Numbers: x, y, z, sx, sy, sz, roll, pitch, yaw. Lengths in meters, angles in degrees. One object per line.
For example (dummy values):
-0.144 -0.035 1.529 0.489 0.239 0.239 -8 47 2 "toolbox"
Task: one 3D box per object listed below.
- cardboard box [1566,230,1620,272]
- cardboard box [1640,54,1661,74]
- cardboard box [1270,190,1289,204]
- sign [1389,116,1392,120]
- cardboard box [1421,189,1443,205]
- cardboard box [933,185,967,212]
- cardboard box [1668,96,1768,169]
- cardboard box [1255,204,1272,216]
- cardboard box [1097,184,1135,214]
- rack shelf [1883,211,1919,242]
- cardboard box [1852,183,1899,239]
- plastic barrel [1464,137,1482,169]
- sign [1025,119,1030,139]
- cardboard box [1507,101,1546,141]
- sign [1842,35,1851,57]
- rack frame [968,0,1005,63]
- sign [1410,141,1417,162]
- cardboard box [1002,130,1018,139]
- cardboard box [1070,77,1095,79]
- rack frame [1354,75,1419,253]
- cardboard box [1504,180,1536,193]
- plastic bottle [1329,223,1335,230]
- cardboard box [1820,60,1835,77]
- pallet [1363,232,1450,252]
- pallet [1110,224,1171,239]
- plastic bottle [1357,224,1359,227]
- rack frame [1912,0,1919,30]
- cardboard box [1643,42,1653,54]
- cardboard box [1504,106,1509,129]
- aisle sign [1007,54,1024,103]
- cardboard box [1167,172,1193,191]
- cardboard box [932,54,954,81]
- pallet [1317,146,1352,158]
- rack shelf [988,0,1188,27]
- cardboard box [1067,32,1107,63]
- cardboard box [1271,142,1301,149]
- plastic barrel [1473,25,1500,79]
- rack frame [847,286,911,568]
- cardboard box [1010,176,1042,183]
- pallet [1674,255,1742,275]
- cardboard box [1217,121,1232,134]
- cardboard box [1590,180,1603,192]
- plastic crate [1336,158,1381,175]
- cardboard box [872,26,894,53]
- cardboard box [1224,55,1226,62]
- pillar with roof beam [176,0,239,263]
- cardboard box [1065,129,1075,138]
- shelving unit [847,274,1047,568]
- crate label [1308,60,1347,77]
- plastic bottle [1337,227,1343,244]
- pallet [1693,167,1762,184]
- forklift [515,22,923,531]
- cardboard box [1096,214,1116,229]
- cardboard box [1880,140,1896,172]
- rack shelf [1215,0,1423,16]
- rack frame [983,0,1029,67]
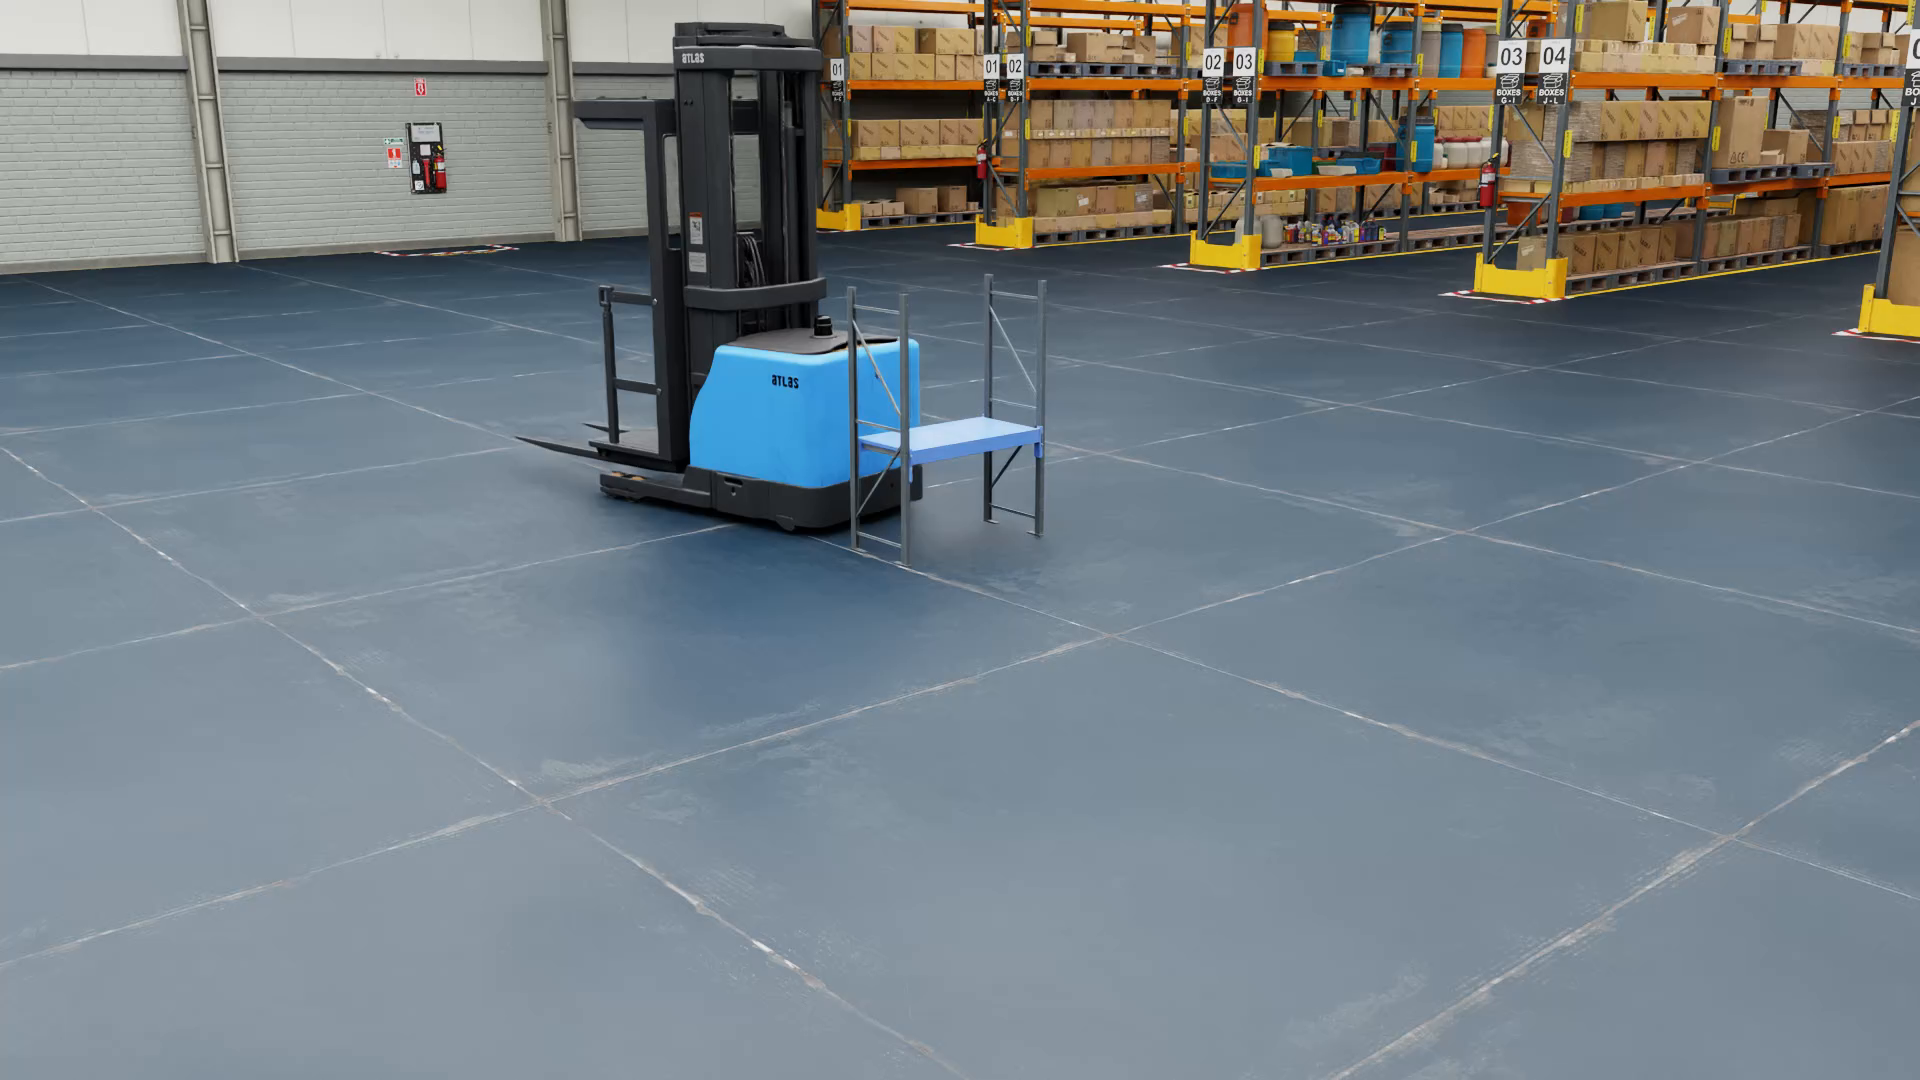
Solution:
8.675 -3.976 22.854 0.500 0.500 0.500 -10 18 -34 "cardboard box"
8.964 -6.337 22.140 0.500 0.250 0.500 -12 19 -38 "cardboard box"
6.193 -6.872 33.092 0.500 0.311 0.500 -13 20 -40 "cardboard box"
9.470 -9.153 36.526 0.005 0.325 0.100 -13 19 -39 "sign"
10.291 -7.573 36.646 0.500 0.311 0.500 -13 19 -39 "cardboard box"
-0.214 -7.060 34.360 0.500 0.500 0.500 14 21 43 "cardboard box"
10.989 -5.946 24.221 1.000 1.000 1.000 -12 19 -39 "cardboard box"
5.810 -6.518 32.853 0.500 0.250 0.500 -12 19 -38 "cardboard box"
2.831 -6.223 30.295 0.500 0.500 0.500 -13 19 -39 "cardboard box"
11.968 -3.677 19.096 4.000 0.370 1.077 -13 19 -39 "rack shelf"
15.189 -5.614 28.257 0.875 0.875 1.225 -14 20 -41 "cardboard box"
8.792 -6.693 28.730 0.433 0.535 0.433 0 15 0 "plastic barrel"
1.140 -6.945 28.106 0.005 0.325 0.100 -13 19 -39 "sign"
7.532 -5.485 21.763 0.500 0.500 0.500 -13 19 -39 "cardboard box"
13.669 -7.616 25.637 0.005 0.325 0.100 -13 19 -39 "sign"
0.543 -11.137 34.007 0.127 3.000 1.000 -13 19 -39 "rack frame"
7.399 -6.335 27.117 0.005 0.325 0.100 -13 19 -39 "sign"
0.943 -7.061 28.921 0.250 0.149 0.380 -13 20 -40 "cardboard box"
2.521 -10.224 36.160 0.637 0.503 0.797 -9 18 -32 "cardboard box"
7.046 -6.310 27.561 0.127 3.000 1.000 -13 19 -39 "rack frame"
7.359 -4.635 21.778 0.250 0.149 0.380 -13 19 -39 "cardboard box"
6.135 -5.100 27.467 0.097 0.271 0.097 0 15 0 "plastic bottle"
13.117 -7.272 25.640 0.500 0.250 0.500 -13 19 -39 "cardboard box"
7.613 -5.103 28.447 1.213 0.211 1.003 -13 19 -39 "pallet"
3.170 -5.801 31.059 1.213 0.211 1.003 -13 19 -39 "pallet"
6.488 -5.034 27.207 0.135 0.276 0.152 -13 19 -39 "plastic bottle"
10.459 -6.584 16.961 0.127 3.000 1.000 -13 19 -39 "rack frame"
8.990 -6.551 22.169 0.250 0.149 0.380 -14 20 -41 "cardboard box"
12.314 -9.625 37.838 0.500 0.500 0.500 -12 19 -38 "cardboard box"
0.931 -7.783 28.036 0.004 0.787 0.394 -13 19 -39 "aisle sign"
4.866 -8.327 38.463 0.750 0.750 0.750 -13 20 -40 "cardboard box"
-0.459 -9.428 33.188 0.500 0.500 0.500 -14 20 -41 "cardboard box"
7.280 -7.988 34.216 1.003 0.211 1.213 -13 19 -39 "pallet"
2.288 -9.294 29.275 4.000 0.370 1.077 -13 19 -39 "rack shelf"
2.212 -8.594 29.018 0.500 0.500 0.500 -13 19 -39 "cardboard box"
6.512 -7.856 33.523 0.500 0.311 0.500 -11 19 -36 "cardboard box"
9.301 -8.582 29.283 0.600 0.901 0.600 0 15 0 "plastic barrel"
-0.448 -0.624 9.180 0.032 1.500 0.500 -13 19 -39 "rack frame"
1.417 -7.809 35.711 0.500 0.250 0.500 -13 20 -41 "cardboard box"
10.884 -4.131 24.806 1.213 0.211 1.003 -13 19 -39 "pallet"
6.017 -9.580 38.994 0.500 0.500 0.500 -12 19 -39 "cardboard box"
8.226 -4.673 21.919 0.250 0.149 0.380 -13 19 -39 "cardboard box"
6.389 -5.998 26.680 0.616 0.251 0.499 -13 19 -39 "plastic crate"
-1.613 -9.644 32.061 0.500 0.500 0.500 -13 20 -40 "cardboard box"
4.681 -9.051 31.485 0.500 0.250 0.500 14 20 42 "cardboard box"
-8.741 -7.876 21.797 0.400 9.000 9.100 -13 19 -39 "pillar with roof beam"
1.795 -7.113 29.117 0.250 0.149 0.380 -13 20 -40 "cardboard box"
-0.064 -0.710 9.502 1.048 1.500 0.538 -13 19 -39 "shelving unit"
5.657 -7.263 25.602 0.408 0.251 0.502 -13 19 -39 "crate label"
6.088 -4.883 26.651 0.097 0.271 0.097 0 15 0 "plastic bottle"
10.969 -5.354 24.354 1.213 0.211 1.003 -13 19 -39 "pallet"
-1.708 -1.752 10.629 3.031 2.935 1.130 11 19 36 "forklift"
2.463 -5.773 30.065 0.500 0.250 0.500 -13 19 -39 "cardboard box"
15.391 -6.445 27.871 0.500 0.500 0.500 -13 20 -40 "cardboard box"
5.537 -8.329 25.663 4.000 0.370 1.077 -13 19 -39 "rack shelf"
0.780 -9.496 27.862 0.127 3.000 1.000 -13 19 -39 "rack frame"
